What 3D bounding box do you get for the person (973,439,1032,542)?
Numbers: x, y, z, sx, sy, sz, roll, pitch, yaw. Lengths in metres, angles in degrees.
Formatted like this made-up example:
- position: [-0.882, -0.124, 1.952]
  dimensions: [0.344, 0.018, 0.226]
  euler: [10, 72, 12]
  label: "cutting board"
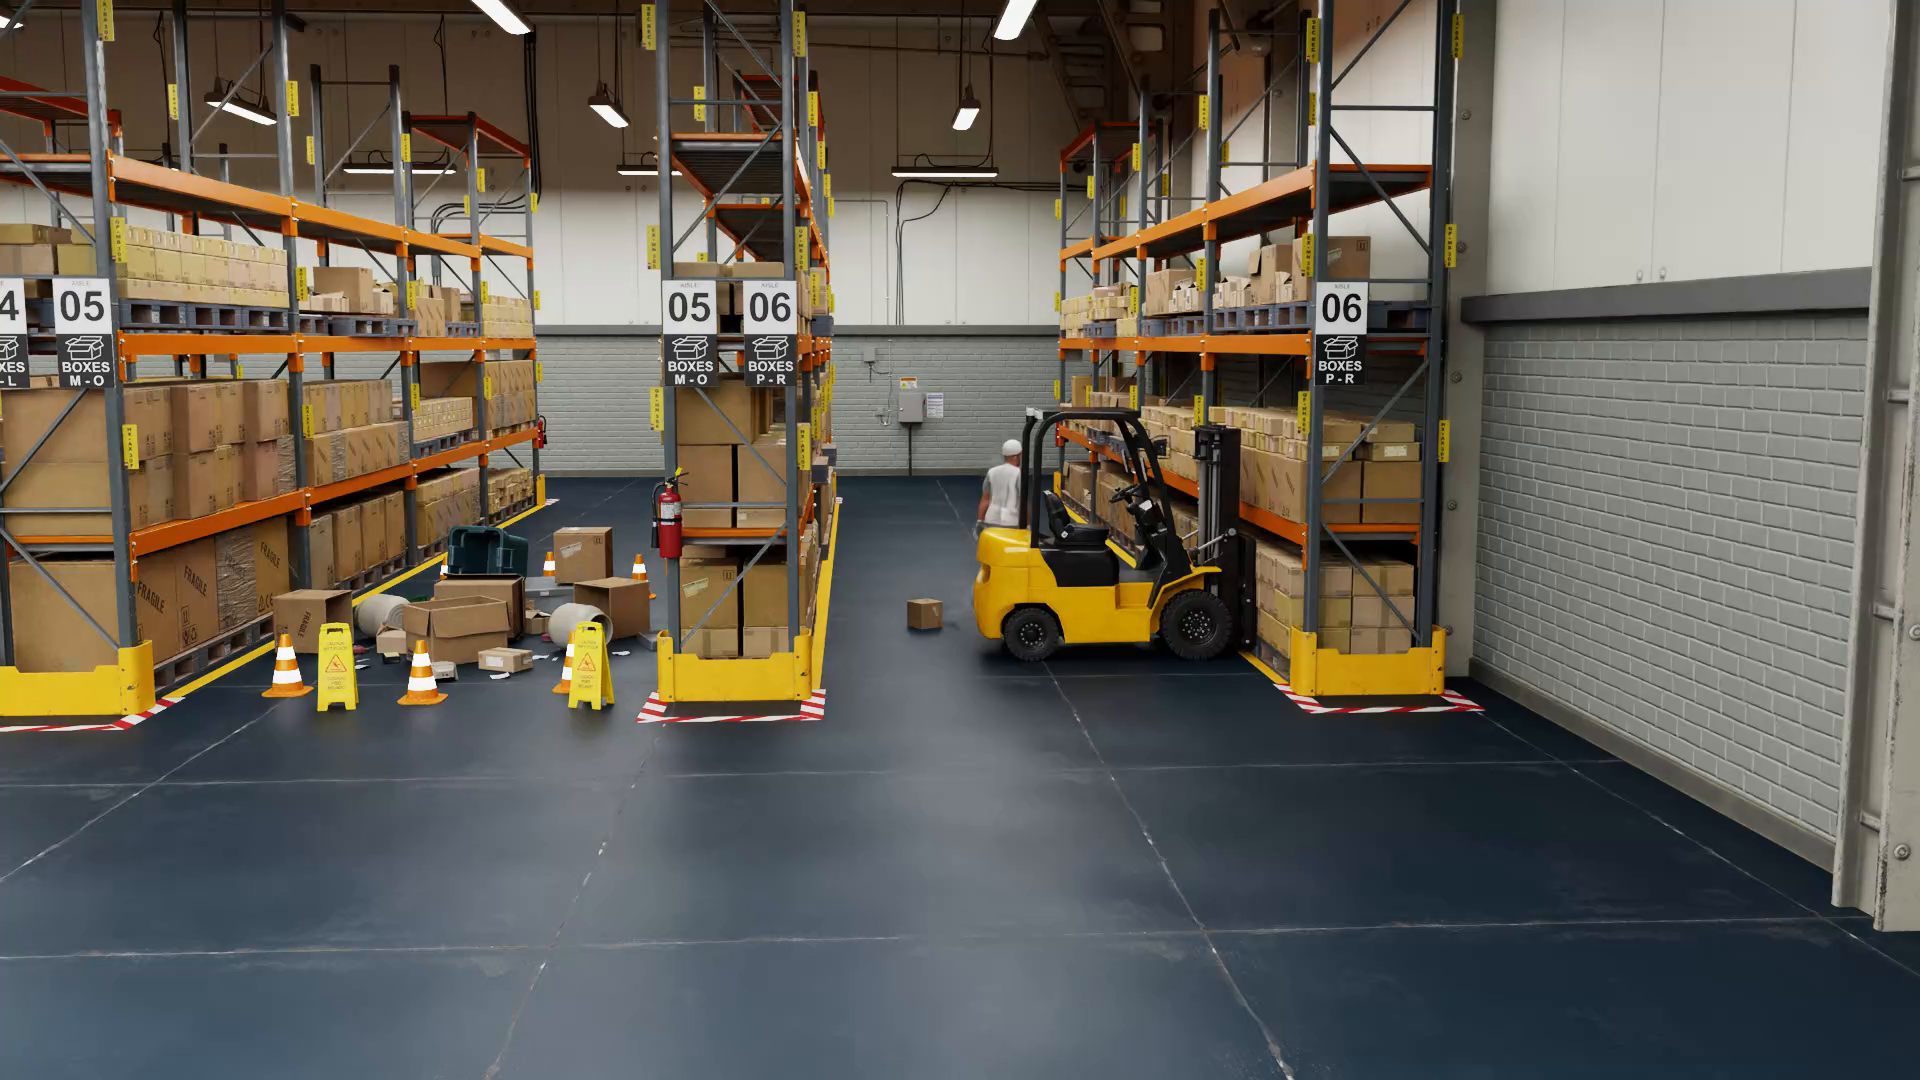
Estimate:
- position: [0.493, -0.129, 16.698]
  dimensions: [0.871, 1.759, 0.579]
  euler: [-6, 9, -42]
  label: "person"
